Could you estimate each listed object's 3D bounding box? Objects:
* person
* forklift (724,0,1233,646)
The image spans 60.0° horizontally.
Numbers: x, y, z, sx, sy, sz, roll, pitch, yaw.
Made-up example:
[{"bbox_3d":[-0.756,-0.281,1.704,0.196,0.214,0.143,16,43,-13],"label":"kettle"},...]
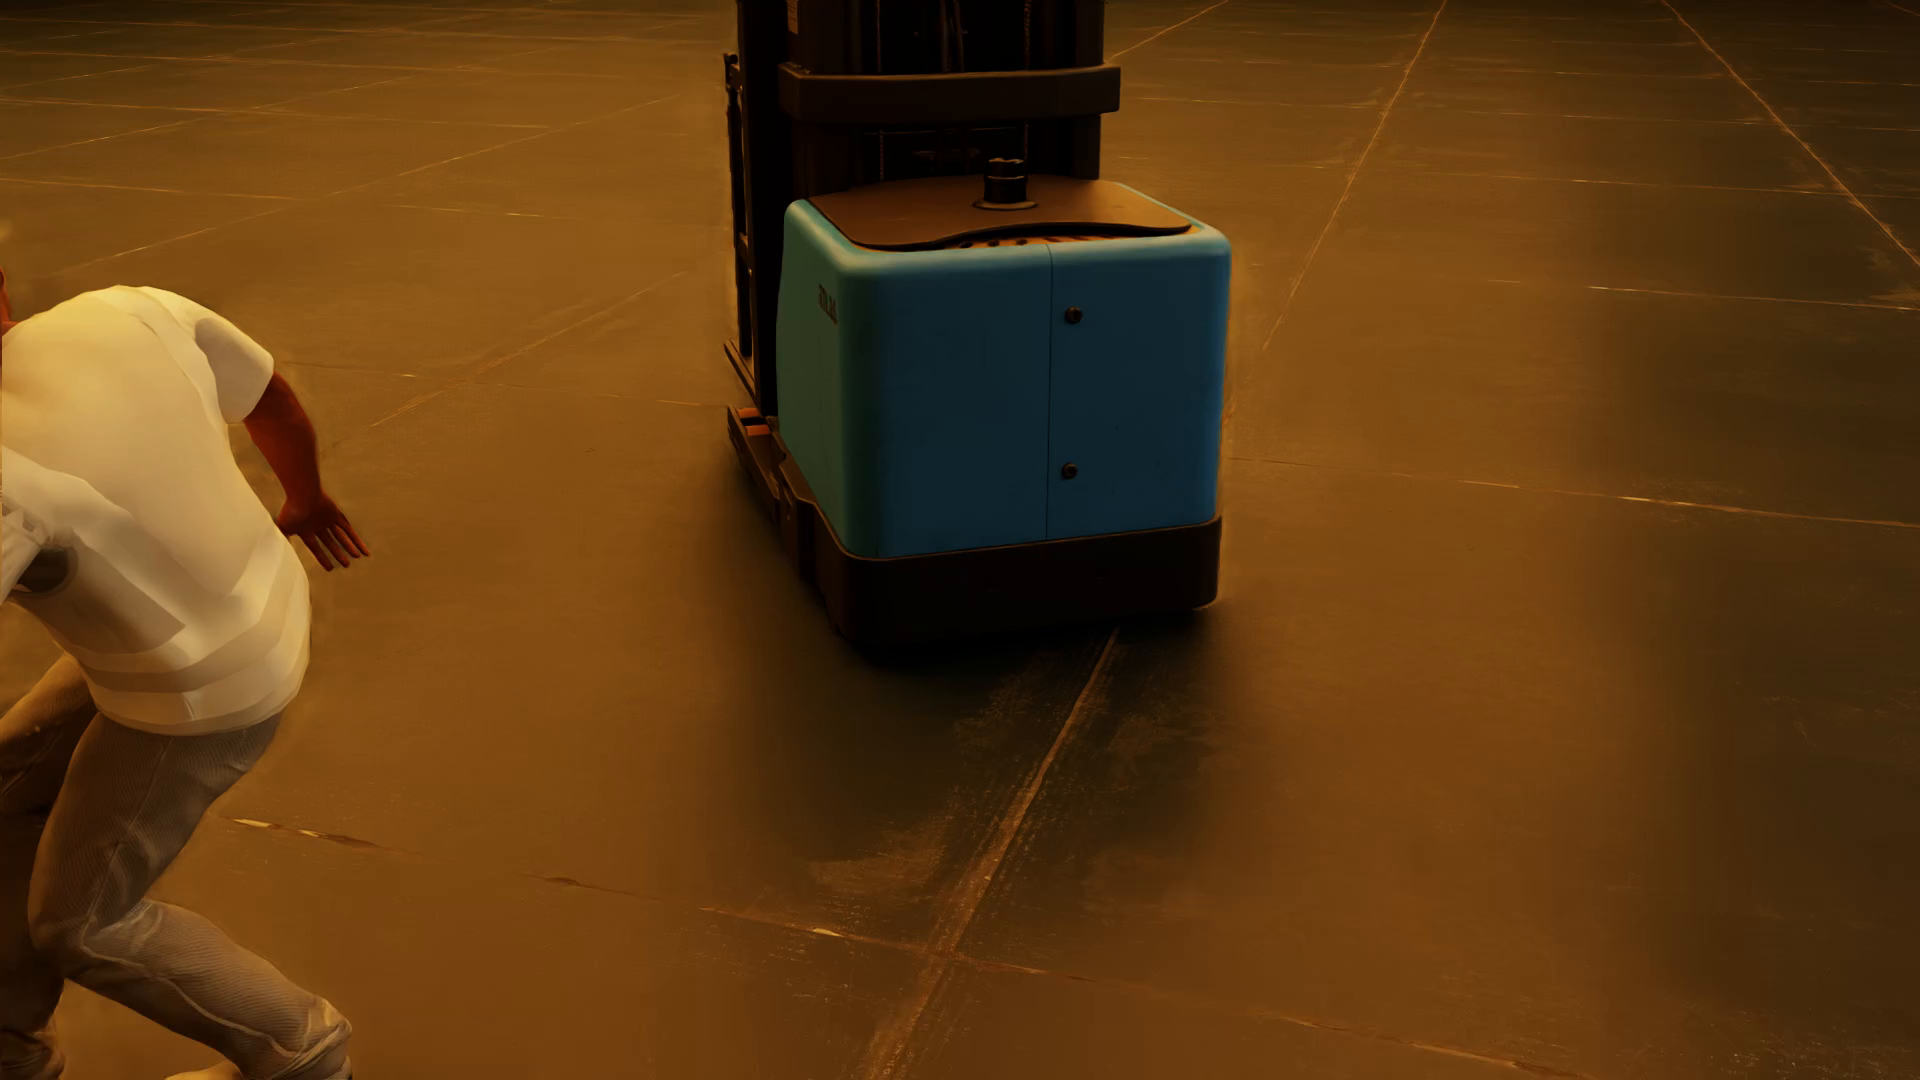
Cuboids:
[{"bbox_3d":[-1.418,0.183,2.634,0.822,1.584,0.806,-4,23,-9],"label":"person"},{"bbox_3d":[-0.187,-1.616,5.194,1.130,2.935,3.031,-6,23,-15],"label":"forklift"}]
